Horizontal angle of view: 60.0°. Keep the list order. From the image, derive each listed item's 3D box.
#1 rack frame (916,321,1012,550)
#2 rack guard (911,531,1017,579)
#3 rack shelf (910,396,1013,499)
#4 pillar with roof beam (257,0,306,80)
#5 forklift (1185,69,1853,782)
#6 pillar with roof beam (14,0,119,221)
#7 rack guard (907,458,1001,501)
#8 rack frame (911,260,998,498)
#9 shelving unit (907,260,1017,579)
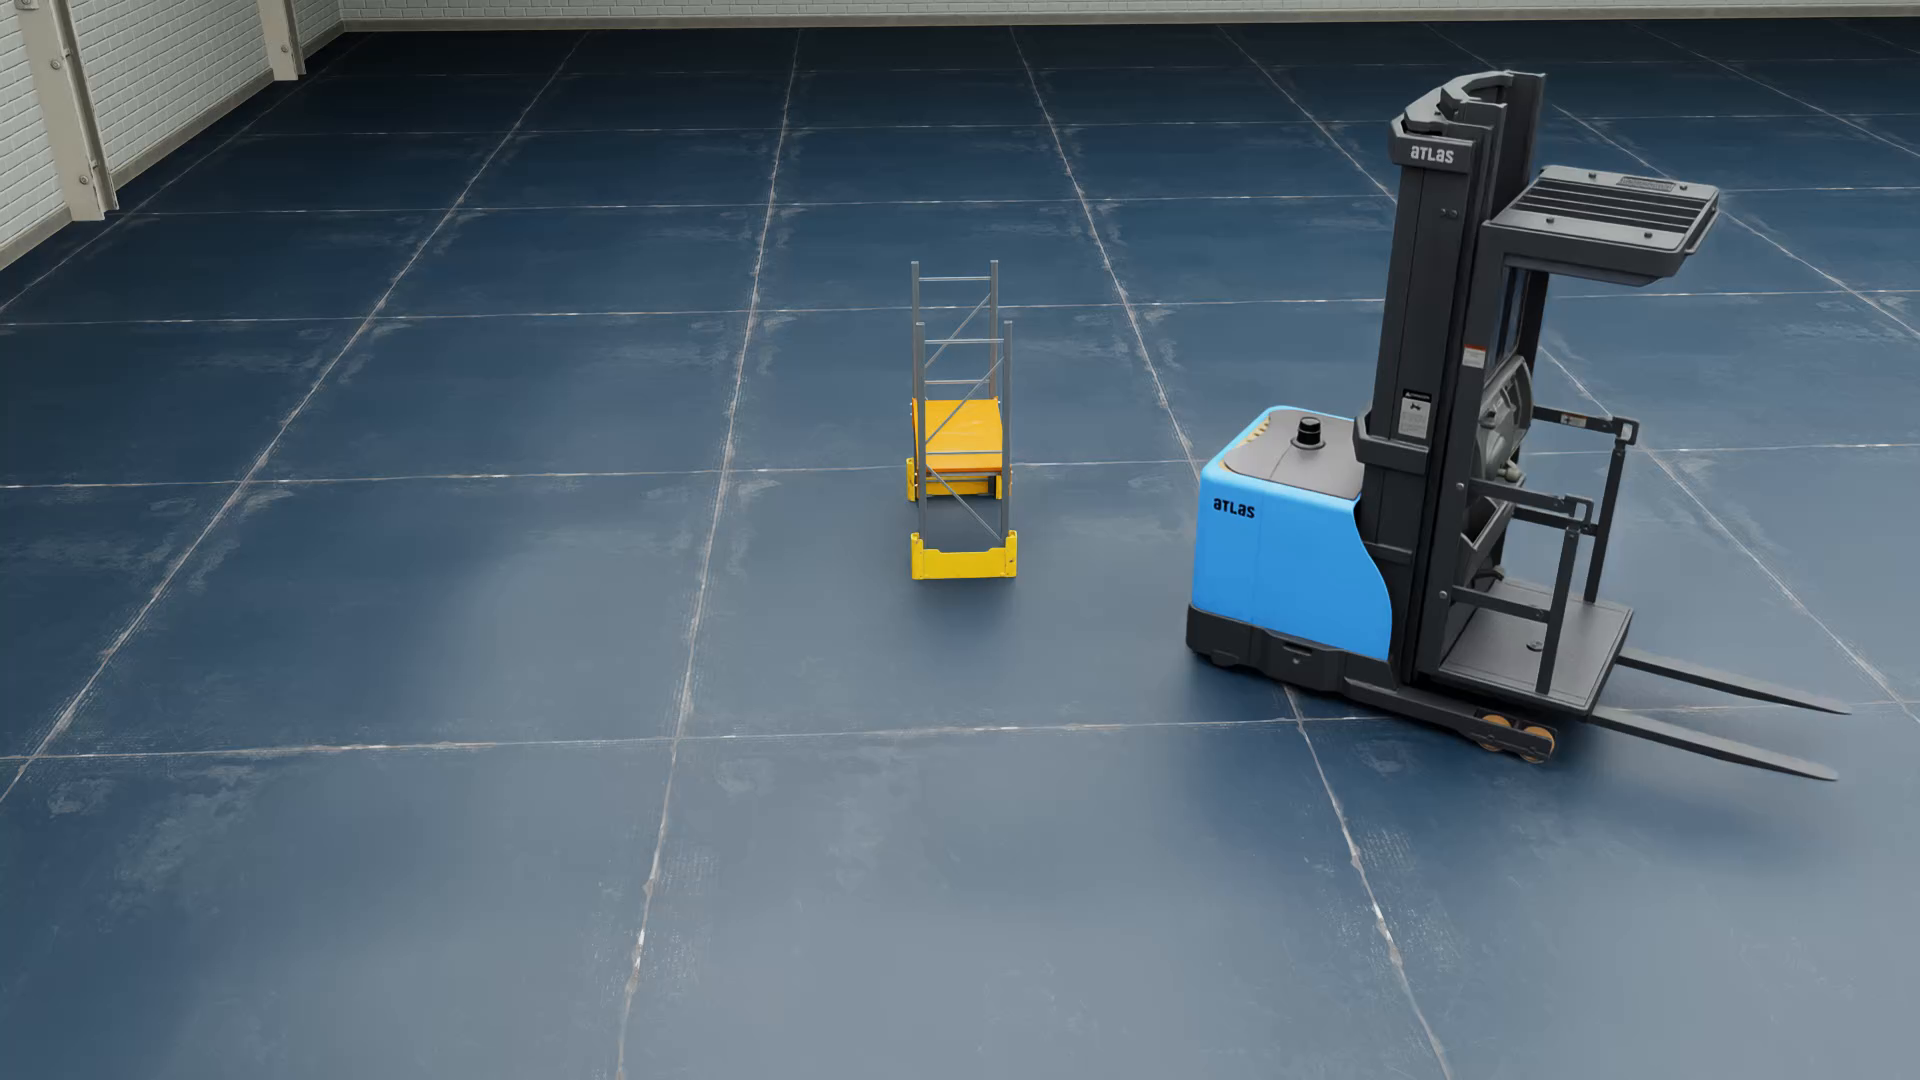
[{"bbox_3d":[0.022,-0.470,9.029,0.500,1.500,0.032,-1,28,-3],"label":"rack frame"},{"bbox_3d":[0.022,0.084,9.319,0.587,0.250,0.087,-1,28,-3],"label":"rack guard"},{"bbox_3d":[-0.004,-0.545,9.562,0.538,0.185,1.000,-1,28,-3],"label":"rack shelf"},{"bbox_3d":[-4.142,-9.922,19.043,9.100,9.000,0.400,-1,28,-3],"label":"pillar with roof beam"},{"bbox_3d":[2.695,-0.541,7.617,3.031,2.935,1.130,15,31,27],"label":"forklift"},{"bbox_3d":[-3.828,-7.151,13.730,9.100,9.000,0.400,-1,28,-3],"label":"pillar with roof beam"},{"bbox_3d":[-0.030,-0.376,10.201,0.587,0.250,0.087,-1,28,-3],"label":"rack guard"},{"bbox_3d":[-0.031,-0.939,9.929,0.500,1.500,0.032,-1,28,-3],"label":"rack frame"},{"bbox_3d":[-0.004,-0.700,9.471,0.587,1.500,1.083,-1,28,-3],"label":"shelving unit"}]
